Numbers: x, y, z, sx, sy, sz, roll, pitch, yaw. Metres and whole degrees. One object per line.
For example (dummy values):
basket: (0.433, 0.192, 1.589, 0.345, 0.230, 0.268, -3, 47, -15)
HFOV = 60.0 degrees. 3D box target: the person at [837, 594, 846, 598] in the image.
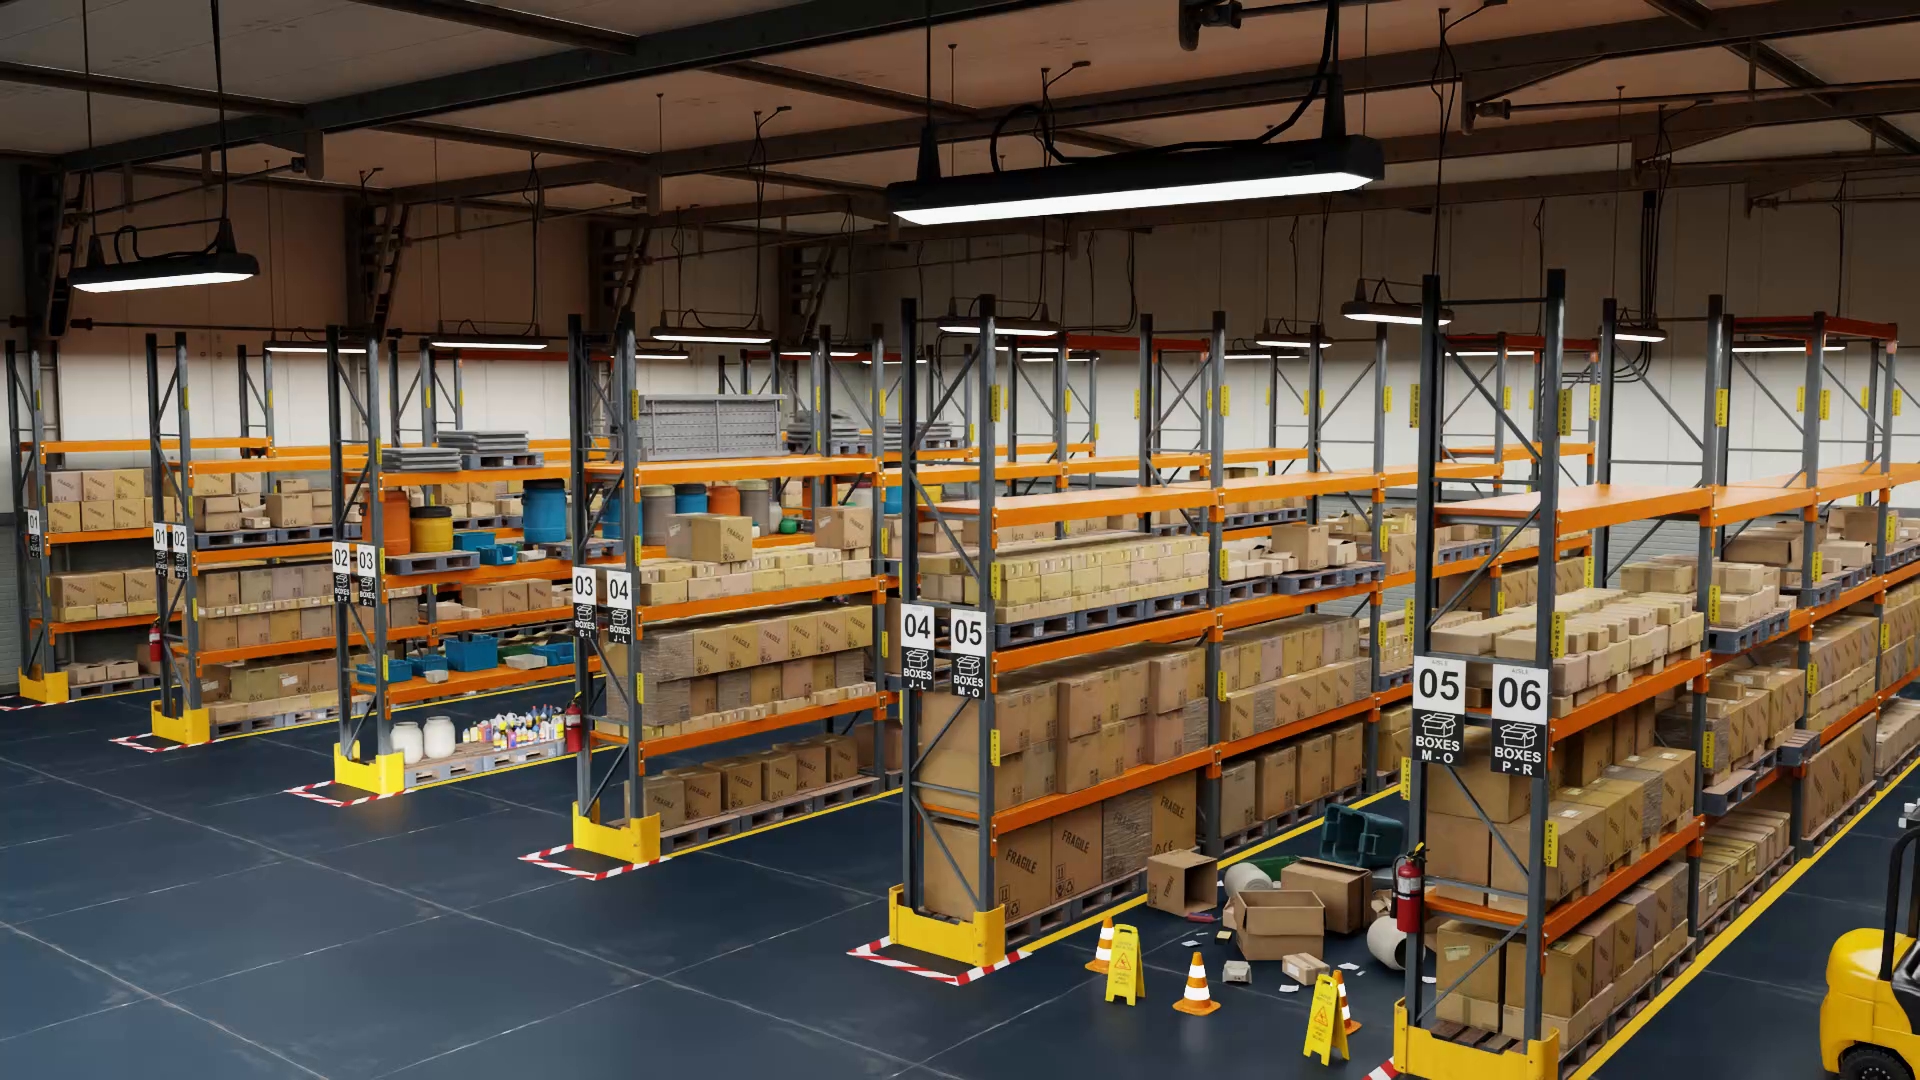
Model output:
person: (-2.312, 1.423, 33.936, 0.432, 1.390, 0.350, 4, 6, 36)

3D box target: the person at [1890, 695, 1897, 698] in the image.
person: (14.328, 1.968, 25.819, 0.630, 1.708, 0.555, 4, 6, 35)
